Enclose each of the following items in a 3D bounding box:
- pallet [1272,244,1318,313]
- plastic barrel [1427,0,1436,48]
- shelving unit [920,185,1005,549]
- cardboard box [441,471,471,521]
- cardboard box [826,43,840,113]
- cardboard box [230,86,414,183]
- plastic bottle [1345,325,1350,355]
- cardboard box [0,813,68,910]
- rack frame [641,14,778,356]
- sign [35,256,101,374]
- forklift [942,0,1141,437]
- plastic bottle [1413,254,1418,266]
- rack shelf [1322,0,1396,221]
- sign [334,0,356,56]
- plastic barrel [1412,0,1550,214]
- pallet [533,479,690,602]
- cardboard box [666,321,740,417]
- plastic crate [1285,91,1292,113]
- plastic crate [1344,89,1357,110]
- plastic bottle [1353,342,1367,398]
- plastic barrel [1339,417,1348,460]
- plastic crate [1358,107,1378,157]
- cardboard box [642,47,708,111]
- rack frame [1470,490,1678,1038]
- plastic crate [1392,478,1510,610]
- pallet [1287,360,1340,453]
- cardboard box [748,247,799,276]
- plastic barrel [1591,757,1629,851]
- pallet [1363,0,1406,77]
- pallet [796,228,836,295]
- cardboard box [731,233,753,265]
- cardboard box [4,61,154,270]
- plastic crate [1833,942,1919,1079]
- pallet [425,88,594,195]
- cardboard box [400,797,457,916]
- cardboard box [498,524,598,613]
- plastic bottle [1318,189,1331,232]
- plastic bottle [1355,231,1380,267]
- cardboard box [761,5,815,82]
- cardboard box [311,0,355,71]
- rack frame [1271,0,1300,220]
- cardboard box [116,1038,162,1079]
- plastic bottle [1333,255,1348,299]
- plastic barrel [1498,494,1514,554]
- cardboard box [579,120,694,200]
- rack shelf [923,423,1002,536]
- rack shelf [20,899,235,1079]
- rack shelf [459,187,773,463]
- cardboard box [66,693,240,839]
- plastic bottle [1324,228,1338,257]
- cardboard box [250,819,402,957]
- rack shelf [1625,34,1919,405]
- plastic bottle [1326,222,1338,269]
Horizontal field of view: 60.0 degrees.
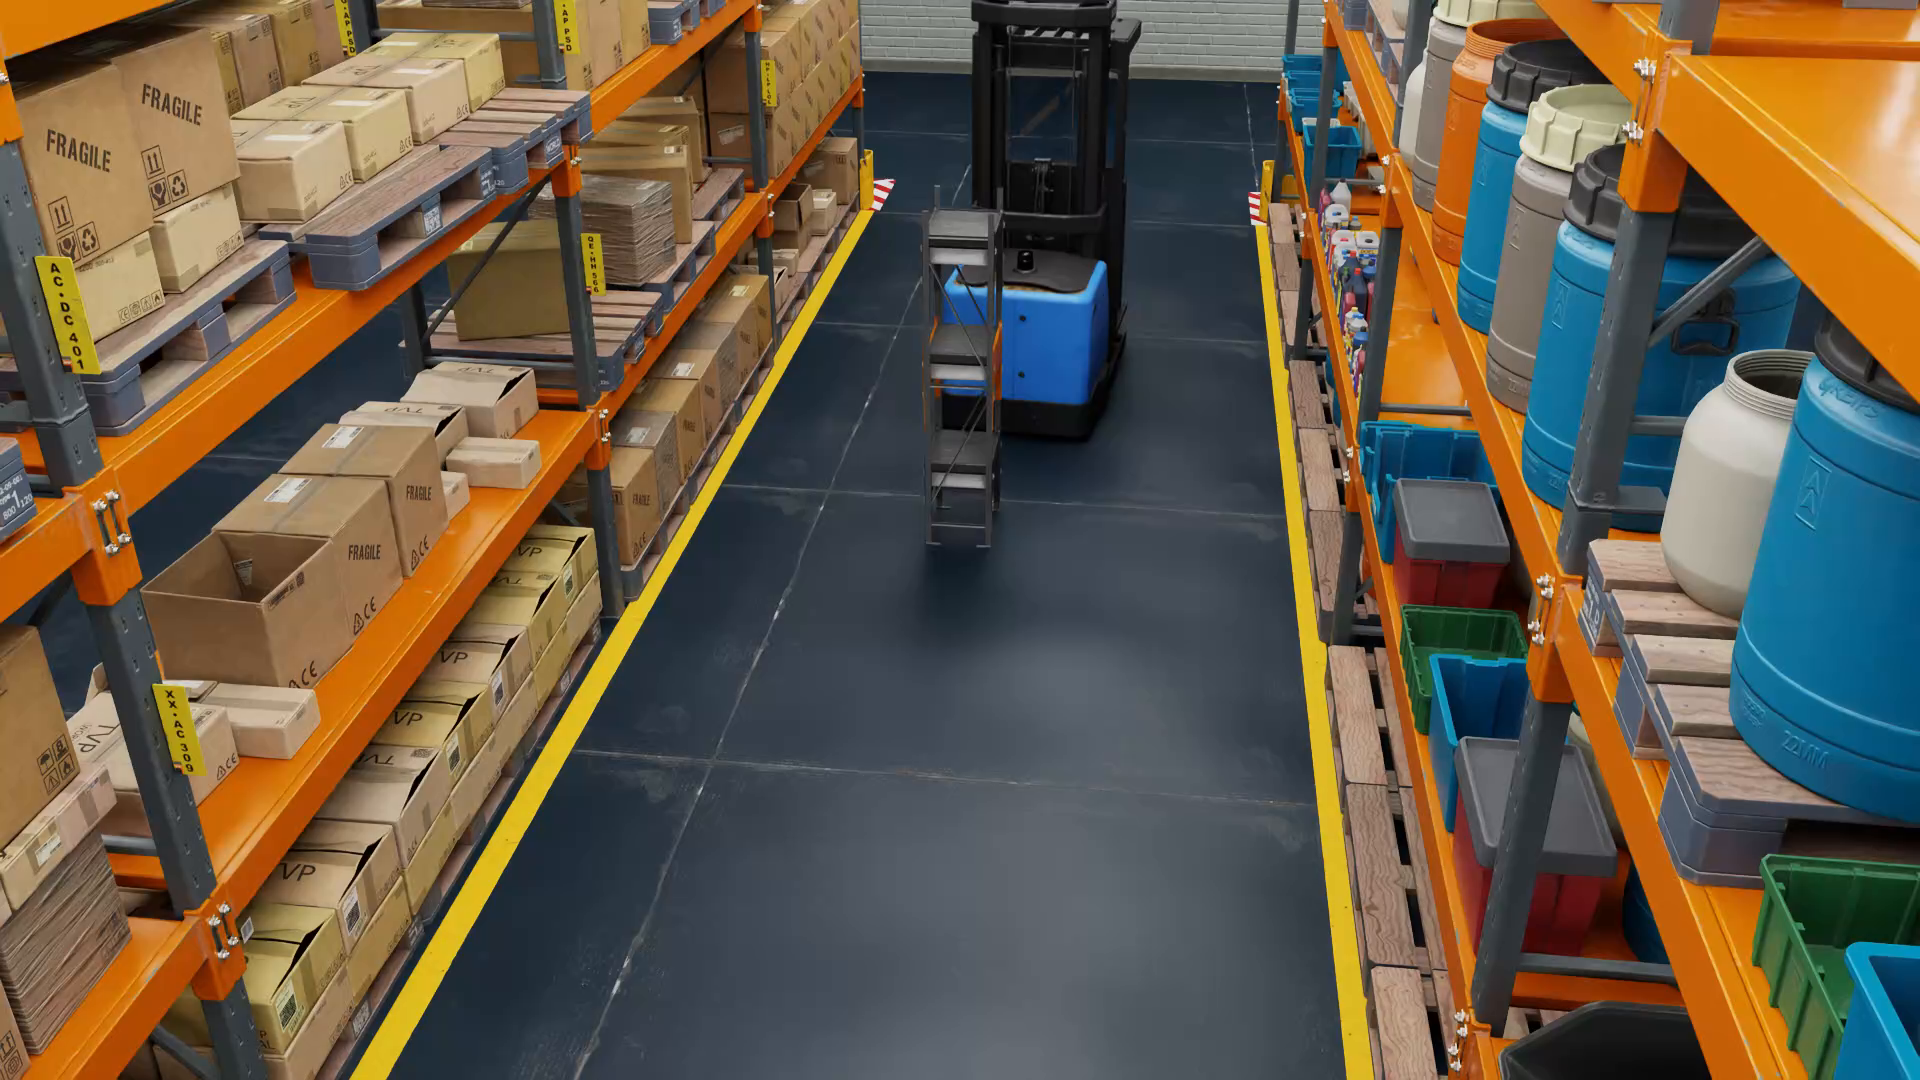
[{"bbox_3d":[3.187,-2.213,14.135,1.003,0.211,1.213,3,28,6],"label":"pallet"},{"bbox_3d":[2.485,-2.591,8.437,0.301,0.262,0.301,0,28,0],"label":"plastic barrel"},{"bbox_3d":[0.020,-1.002,9.897,0.431,2.100,0.503,3,28,6],"label":"shelving unit"},{"bbox_3d":[-2.517,-0.209,7.740,0.380,0.149,0.250,5,29,10],"label":"cardboard box"},{"bbox_3d":[-1.348,-4.027,14.457,0.500,0.500,0.500,4,29,7],"label":"cardboard box"},{"bbox_3d":[-2.544,-1.629,6.664,0.500,0.250,0.500,3,28,5],"label":"cardboard box"},{"bbox_3d":[2.245,-1.152,9.435,0.097,0.201,0.097,0,28,0],"label":"plastic bottle"},{"bbox_3d":[-2.760,0.887,4.651,0.380,0.149,0.250,3,28,5],"label":"cardboard box"},{"bbox_3d":[-1.927,-2.806,12.295,1.000,3.000,0.127,3,28,6],"label":"rack frame"},{"bbox_3d":[-2.356,-0.592,4.394,0.100,0.325,0.005,3,28,6],"label":"sign"},{"bbox_3d":[0.679,-2.677,12.128,1.130,2.935,3.031,6,29,11],"label":"forklift"},{"bbox_3d":[3.035,-1.964,10.785,0.144,0.351,0.185,3,28,6],"label":"plastic bottle"},{"bbox_3d":[2.744,-2.579,9.470,1.077,0.370,4.000,3,28,6],"label":"rack shelf"},{"bbox_3d":[-2.955,-2.504,8.027,0.100,0.325,0.005,3,28,6],"label":"sign"},{"bbox_3d":[2.183,-1.801,6.738,0.600,0.901,0.600,0,28,0],"label":"plastic barrel"},{"bbox_3d":[-2.288,-0.044,10.110,1.003,0.211,1.213,3,28,6],"label":"pallet"},{"bbox_3d":[-1.834,-1.182,11.453,0.500,0.500,0.500,4,29,7],"label":"cardboard box"},{"bbox_3d":[2.917,-3.747,14.257,0.250,0.136,0.298,3,28,6],"label":"plastic crate"},{"bbox_3d":[3.509,-3.779,14.317,0.396,0.136,0.243,3,28,6],"label":"plastic crate"},{"bbox_3d":[2.153,-0.906,8.892,0.061,0.283,0.133,3,28,6],"label":"plastic bottle"},{"bbox_3d":[2.661,-0.757,10.672,0.421,0.512,0.421,0,28,0],"label":"plastic barrel"},{"bbox_3d":[3.359,-3.198,13.086,0.437,0.282,0.530,3,28,6],"label":"plastic crate"},{"bbox_3d":[-2.122,-3.543,12.504,0.500,0.500,0.500,3,29,6],"label":"cardboard box"},{"bbox_3d":[2.009,1.250,4.768,1.000,3.000,0.127,3,28,6],"label":"rack frame"},{"bbox_3d":[1.997,0.081,6.869,0.402,0.464,0.583,3,28,6],"label":"plastic crate"},{"bbox_3d":[2.853,-0.928,11.749,1.003,0.211,1.213,3,28,6],"label":"pallet"},{"bbox_3d":[-1.565,-2.345,13.963,0.380,0.166,0.250,3,28,6],"label":"cardboard box"},{"bbox_3d":[2.343,0.752,5.548,0.433,0.535,0.433,0,28,0],"label":"plastic barrel"},{"bbox_3d":[2.854,-2.845,9.404,1.003,0.211,1.213,3,28,6],"label":"pallet"},{"bbox_3d":[-1.695,-2.477,14.626,1.003,0.211,1.213,3,28,6],"label":"pallet"},{"bbox_3d":[-2.047,-2.453,14.012,0.500,0.311,0.500,3,28,6],"label":"cardboard box"},{"bbox_3d":[-2.792,-1.098,4.887,0.500,0.500,0.500,4,29,7],"label":"cardboard box"},{"bbox_3d":[1.453,0.904,2.264,0.392,0.384,0.575,3,28,6],"label":"plastic crate"},{"bbox_3d":[-2.411,-1.836,7.531,1.213,0.211,1.003,5,29,9],"label":"pallet"},{"bbox_3d":[-2.487,1.326,7.083,0.500,0.250,0.500,3,28,5],"label":"cardboard box"},{"bbox_3d":[-2.237,0.117,8.736,0.500,0.311,0.500,4,29,8],"label":"cardboard box"},{"bbox_3d":[2.504,-2.254,11.395,0.061,0.283,0.133,3,28,6],"label":"plastic bottle"},{"bbox_3d":[2.592,-1.821,10.598,0.152,0.276,0.135,3,28,6],"label":"plastic bottle"},{"bbox_3d":[-1.464,-3.980,13.316,0.500,0.500,0.500,3,28,5],"label":"cardboard box"},{"bbox_3d":[-6.406,-4.866,15.804,0.980,0.700,0.700,5,29,9],"label":"cardboard box"},{"bbox_3d":[3.479,-4.399,15.253,1.000,3.000,0.127,3,28,6],"label":"rack frame"},{"bbox_3d":[-3.144,1.774,6.252,0.500,0.250,0.500,3,28,6],"label":"cardboard box"},{"bbox_3d":[2.359,-1.620,10.230,0.097,0.271,0.097,0,28,0],"label":"plastic bottle"},{"bbox_3d":[2.585,-0.186,7.314,0.421,0.512,0.421,0,28,0],"label":"plastic barrel"},{"bbox_3d":[-2.228,-2.497,11.175,0.700,0.500,0.500,8,29,14],"label":"cardboard box"},{"bbox_3d":[0.020,-0.374,10.235,0.431,0.518,0.480,3,28,6],"label":"rack shelf"},{"bbox_3d":[-3.152,2.218,3.729,1.077,0.370,4.000,3,28,6],"label":"rack shelf"},{"bbox_3d":[-2.172,-1.548,10.719,1.077,0.370,4.000,3,28,6],"label":"rack shelf"},{"bbox_3d":[-2.890,0.792,5.776,0.500,0.250,0.500,5,29,9],"label":"cardboard box"},{"bbox_3d":[2.456,-1.962,10.938,0.097,0.201,0.097,0,28,0],"label":"plastic bottle"},{"bbox_3d":[-2.543,1.323,6.496,0.500,0.311,0.500,3,28,6],"label":"cardboard box"},{"bbox_3d":[1.764,0.043,1.863,1.077,0.370,4.000,3,28,6],"label":"rack shelf"},{"bbox_3d":[2.412,-1.899,10.735,0.061,0.283,0.133,3,28,6],"label":"plastic bottle"}]
